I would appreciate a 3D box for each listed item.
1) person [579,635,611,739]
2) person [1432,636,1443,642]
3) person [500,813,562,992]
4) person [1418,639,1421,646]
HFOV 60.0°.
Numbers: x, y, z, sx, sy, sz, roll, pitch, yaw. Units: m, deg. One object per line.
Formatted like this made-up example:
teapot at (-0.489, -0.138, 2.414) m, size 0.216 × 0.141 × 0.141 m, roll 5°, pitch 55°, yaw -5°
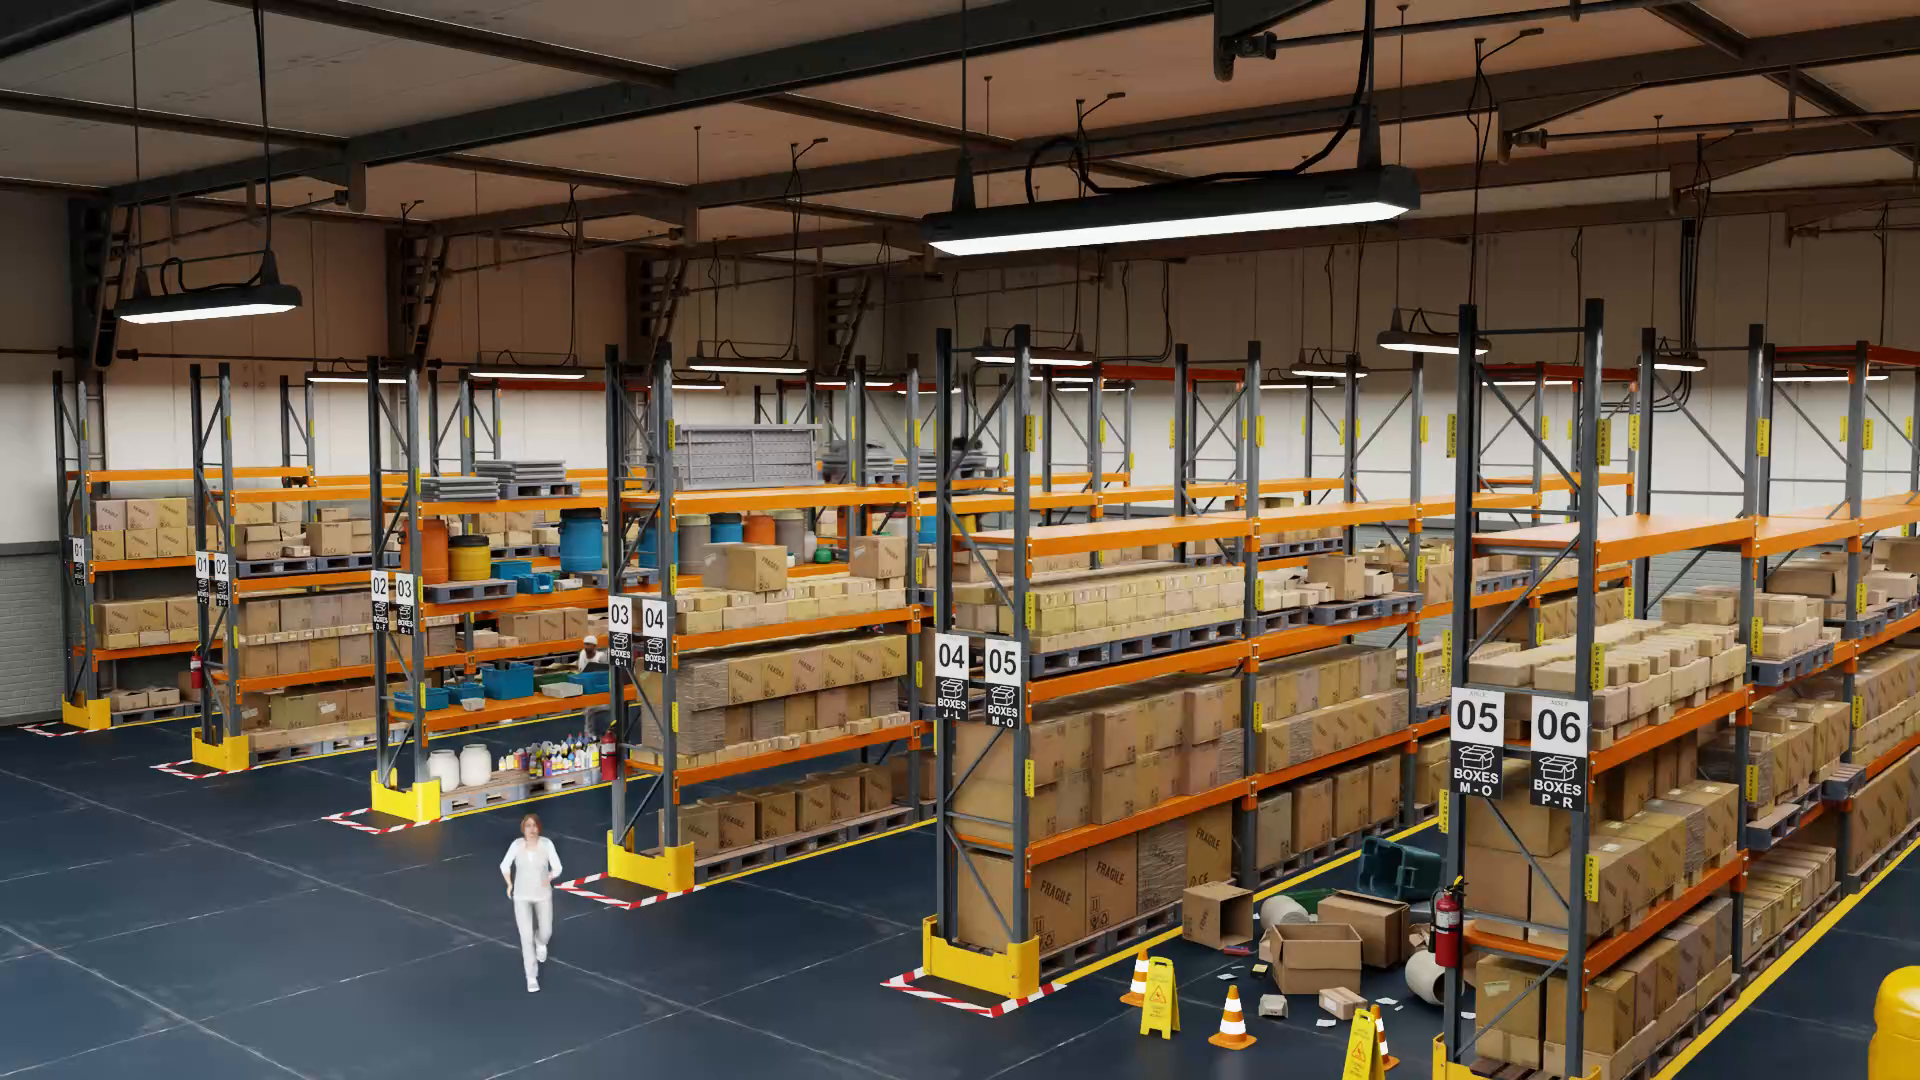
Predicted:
person at (-5.853, 2.383, 26.802) m, size 0.699 × 1.744 × 0.788 m, roll 2°, pitch 5°, yaw 31°
person at (7.995, 2.389, 27.261) m, size 0.746 × 1.705 × 1.063 m, roll 4°, pitch 6°, yaw 44°
person at (-3.934, 3.279, 15.269) m, size 0.547 × 1.563 × 0.755 m, roll -1°, pitch 4°, yaw -15°
person at (7.061, 2.398, 25.986) m, size 0.663 × 1.762 × 0.664 m, roll 4°, pitch 6°, yaw 42°
